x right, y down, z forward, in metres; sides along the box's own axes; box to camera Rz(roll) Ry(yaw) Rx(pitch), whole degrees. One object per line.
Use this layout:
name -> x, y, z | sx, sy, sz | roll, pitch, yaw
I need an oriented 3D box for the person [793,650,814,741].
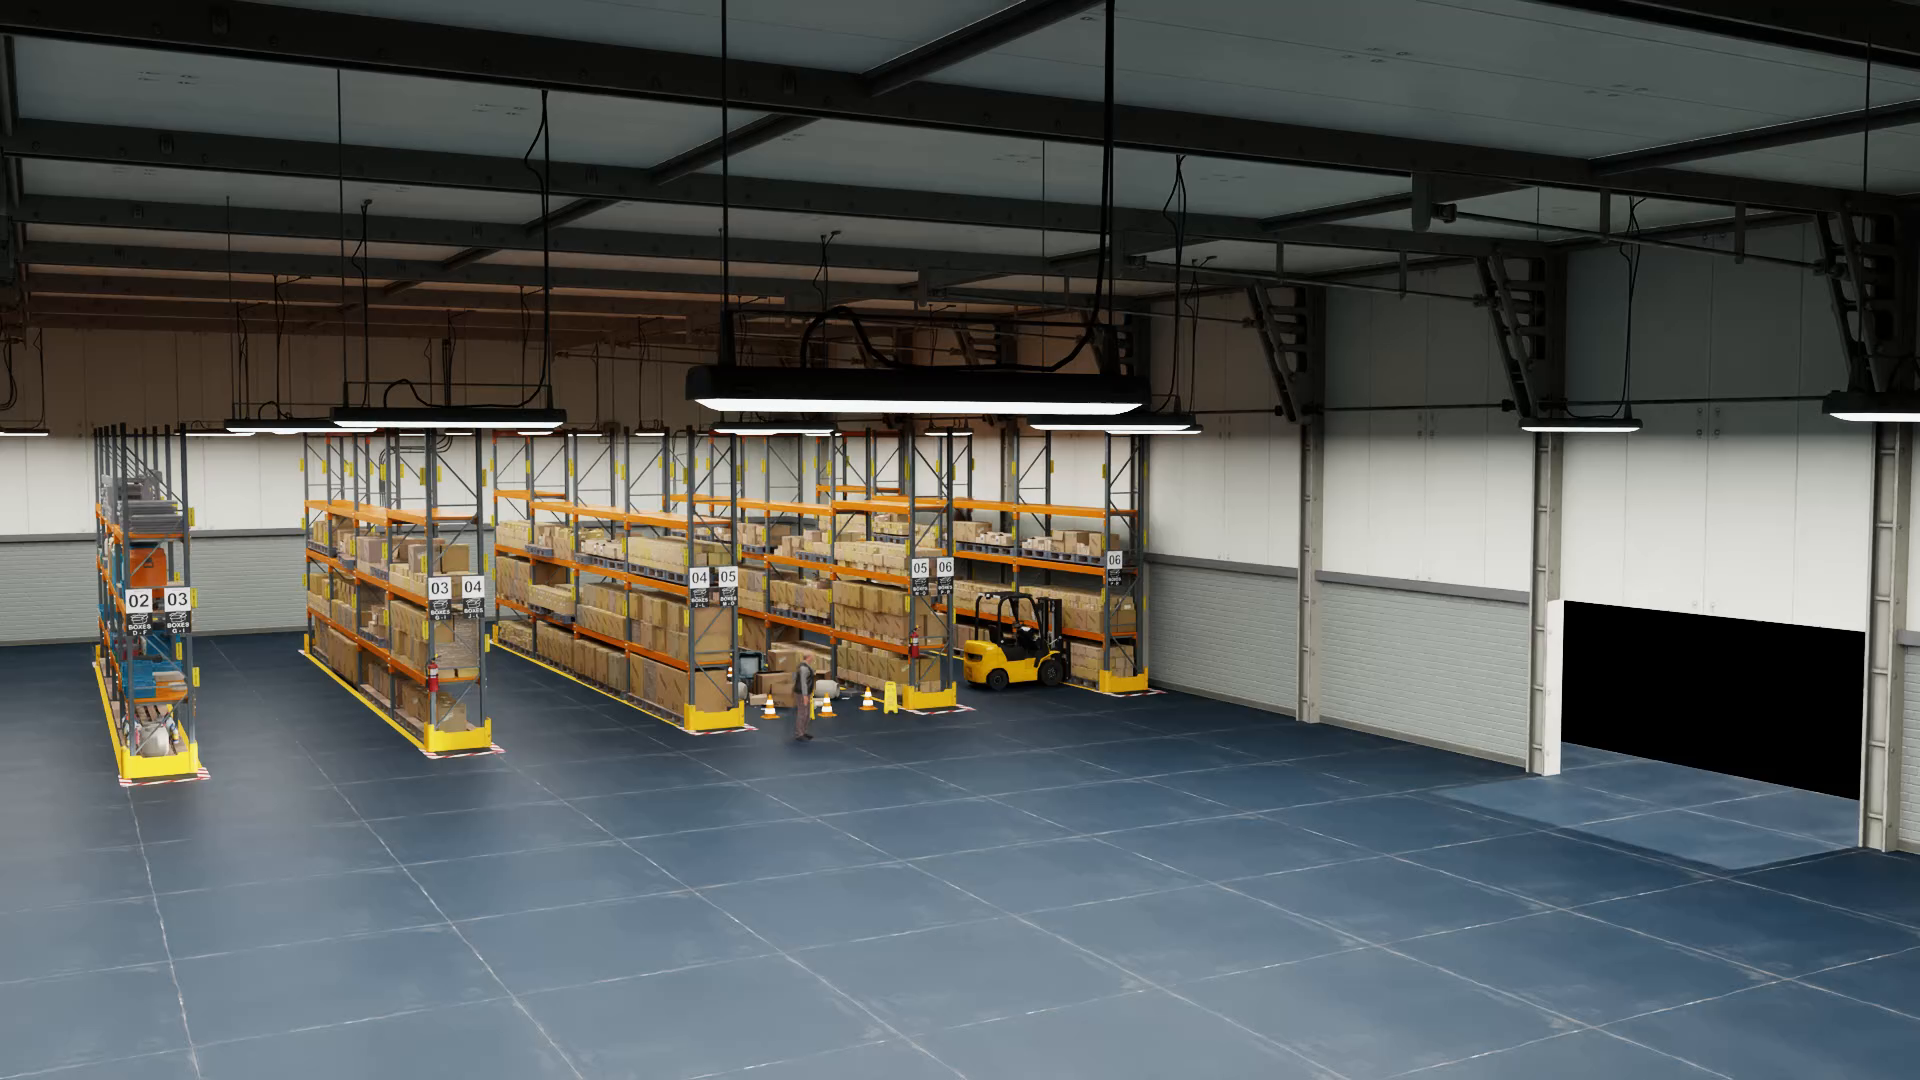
person -> -2.973, 2.953, 31.631 | 0.389, 1.732, 0.574 | 0, 3, 1
